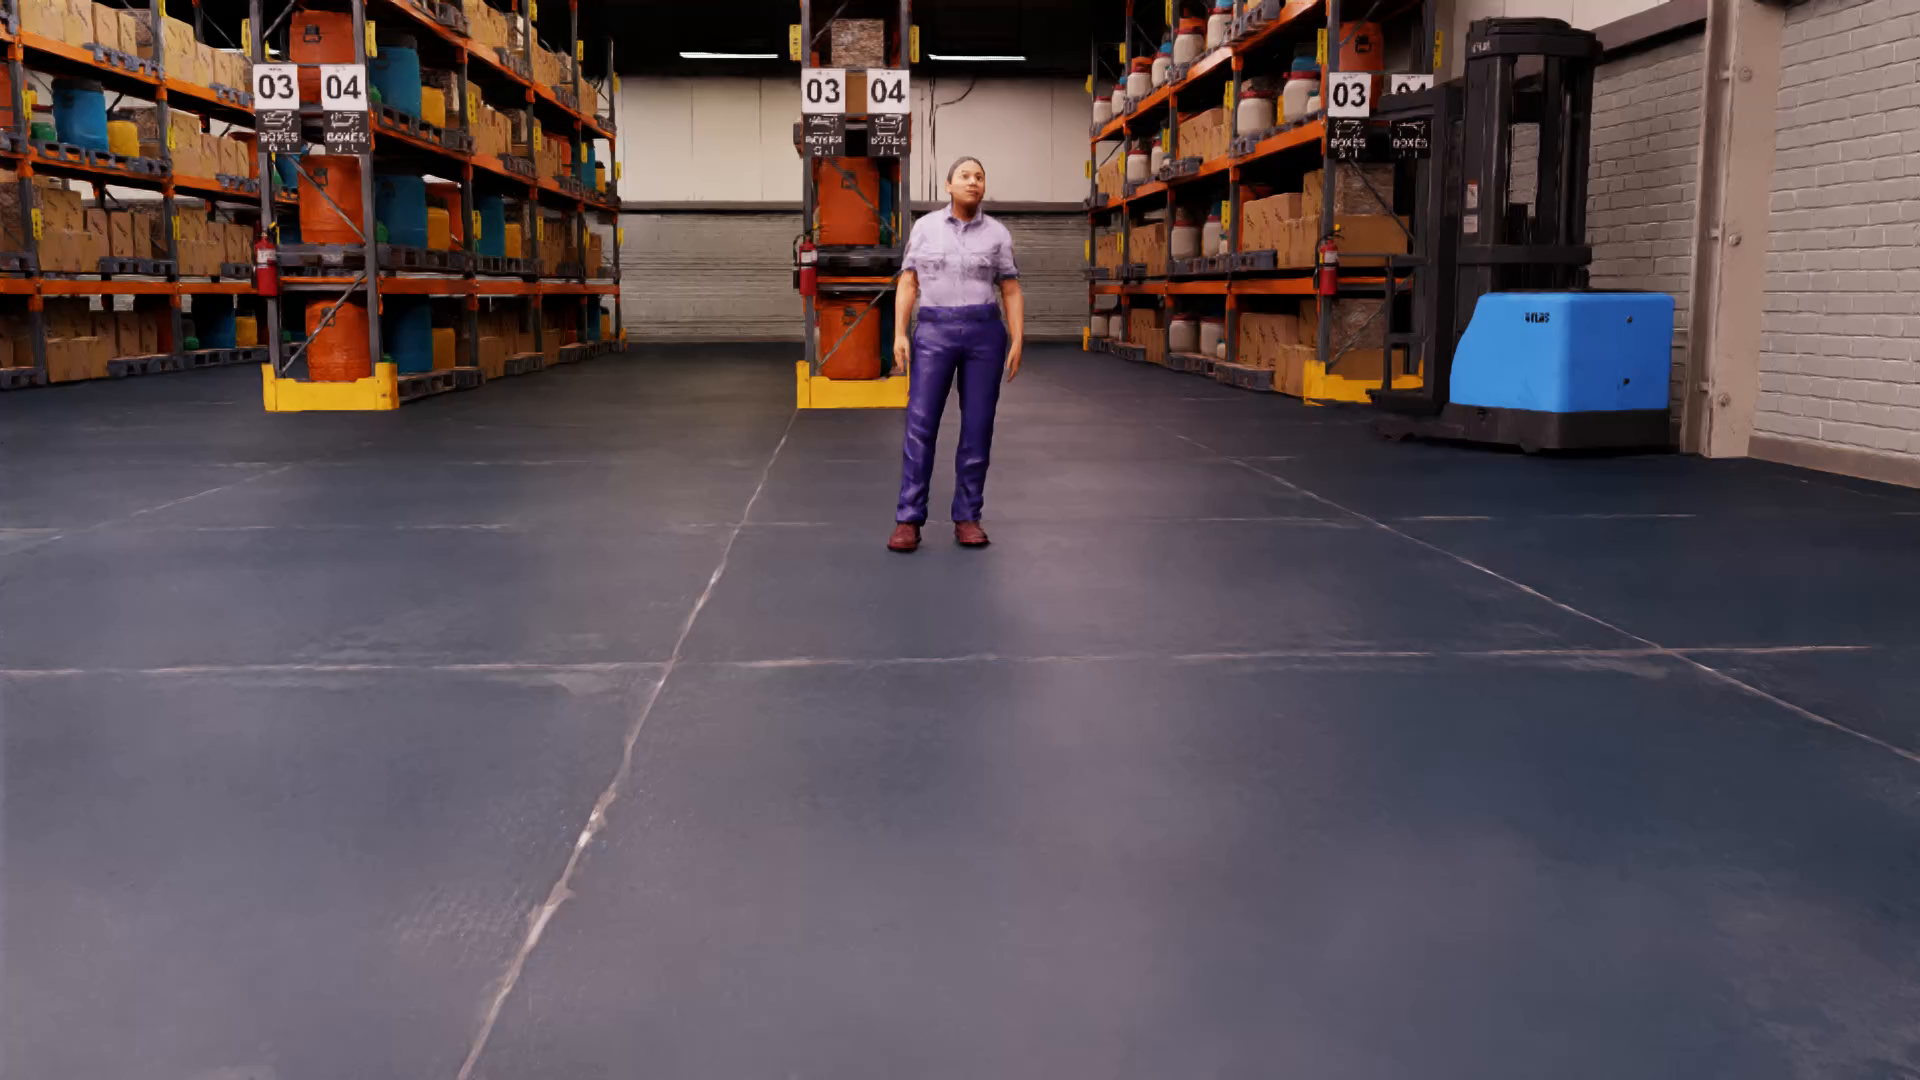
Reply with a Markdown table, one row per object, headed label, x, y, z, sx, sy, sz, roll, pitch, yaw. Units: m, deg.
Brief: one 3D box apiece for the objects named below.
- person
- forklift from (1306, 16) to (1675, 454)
| label | x | y | z | sx | sy | sz | roll | pitch | yaw |
| --- | --- | --- | --- | --- | --- | --- | --- | --- | --- |
| person | -0.017 | -0.808 | 7.098 | 0.599 | 1.650 | 0.502 | -1 | 8 | -4 |
| forklift | 3.726 | -2.199 | 12.140 | 1.130 | 2.935 | 3.031 | -4 | 9 | -23 |
